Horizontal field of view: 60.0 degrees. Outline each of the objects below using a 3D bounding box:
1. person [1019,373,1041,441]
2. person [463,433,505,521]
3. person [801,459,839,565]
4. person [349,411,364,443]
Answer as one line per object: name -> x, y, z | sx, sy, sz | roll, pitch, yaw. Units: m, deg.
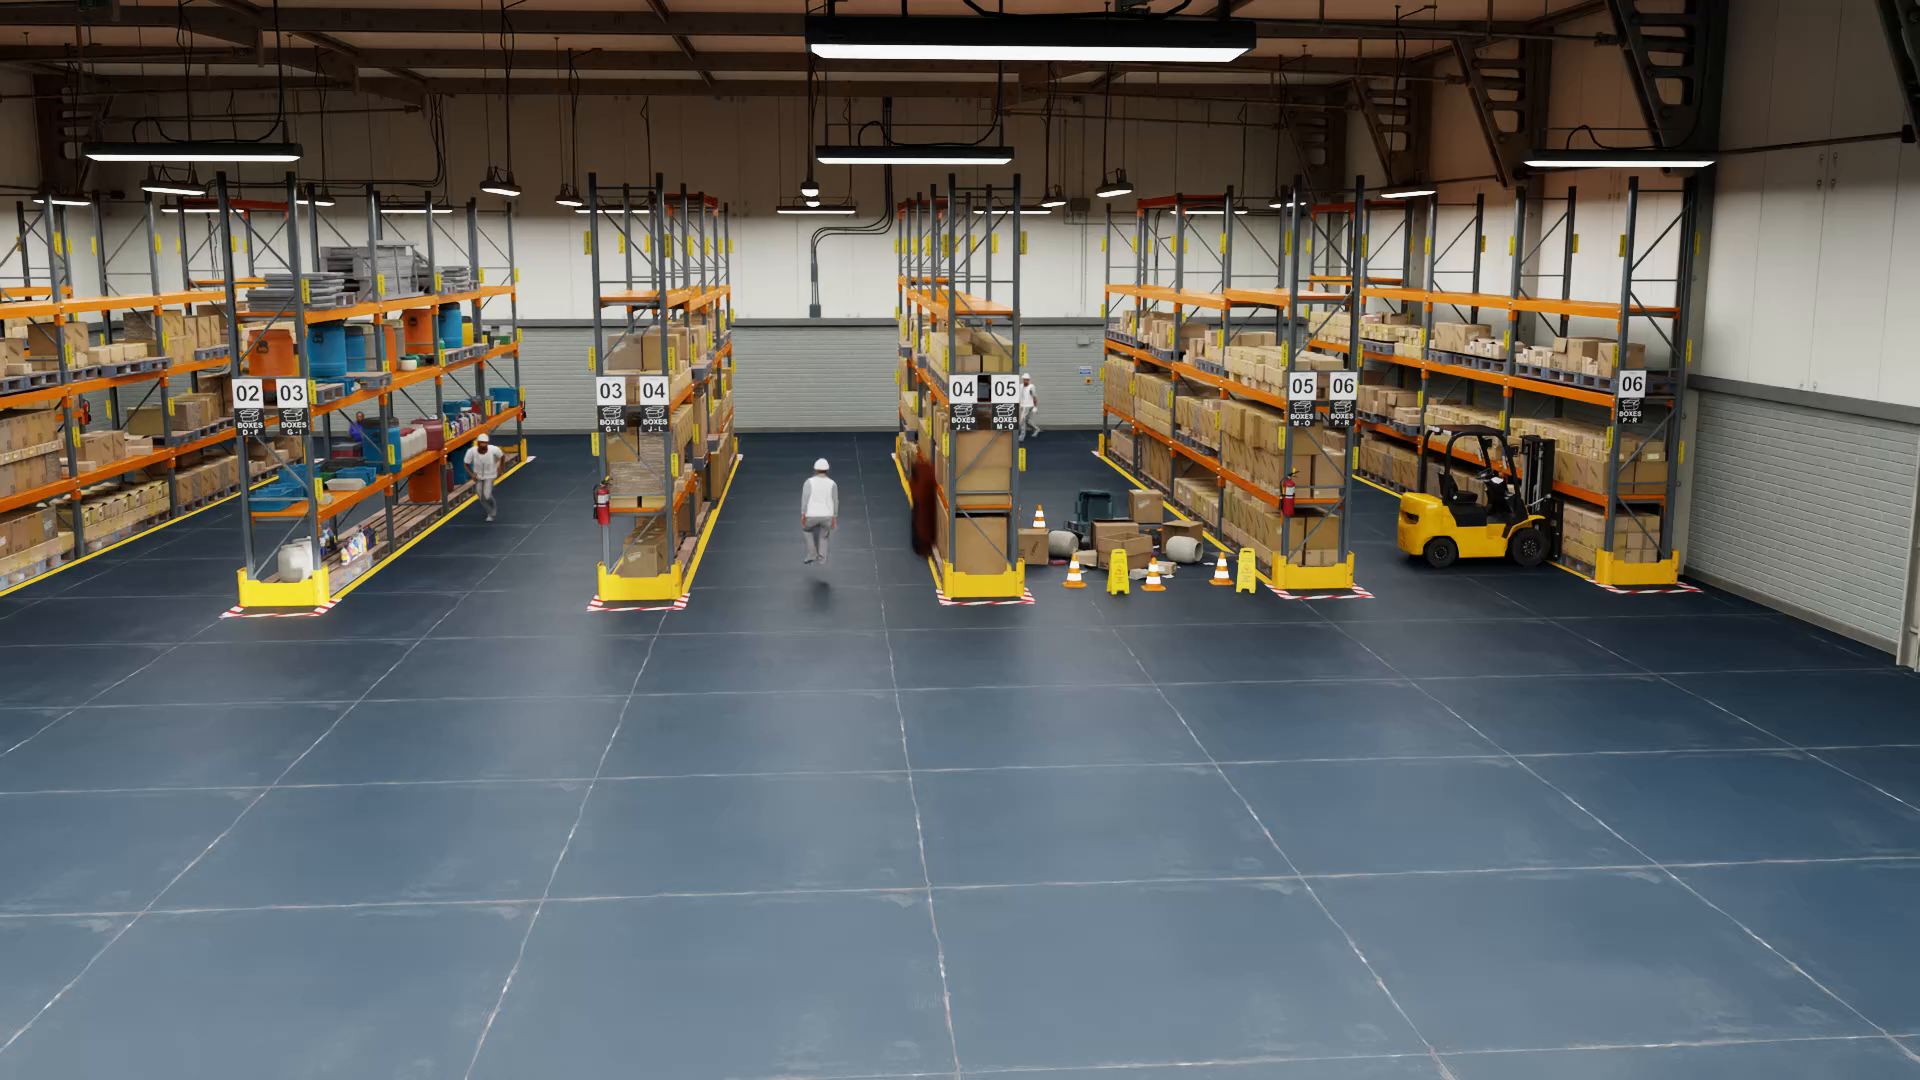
person -> 1.758, -3.460, 43.221 | 0.966, 1.753, 0.527 | -7, 12, -34
person -> -8.697, -1.147, 30.436 | 0.660, 1.655, 0.717 | 1, 10, 4
person -> -2.126, -0.411, 25.119 | 0.585, 1.612, 0.709 | -2, 10, -11
person -> -12.525, -1.907, 34.832 | 0.533, 1.581, 1.033 | -1, 10, -8
